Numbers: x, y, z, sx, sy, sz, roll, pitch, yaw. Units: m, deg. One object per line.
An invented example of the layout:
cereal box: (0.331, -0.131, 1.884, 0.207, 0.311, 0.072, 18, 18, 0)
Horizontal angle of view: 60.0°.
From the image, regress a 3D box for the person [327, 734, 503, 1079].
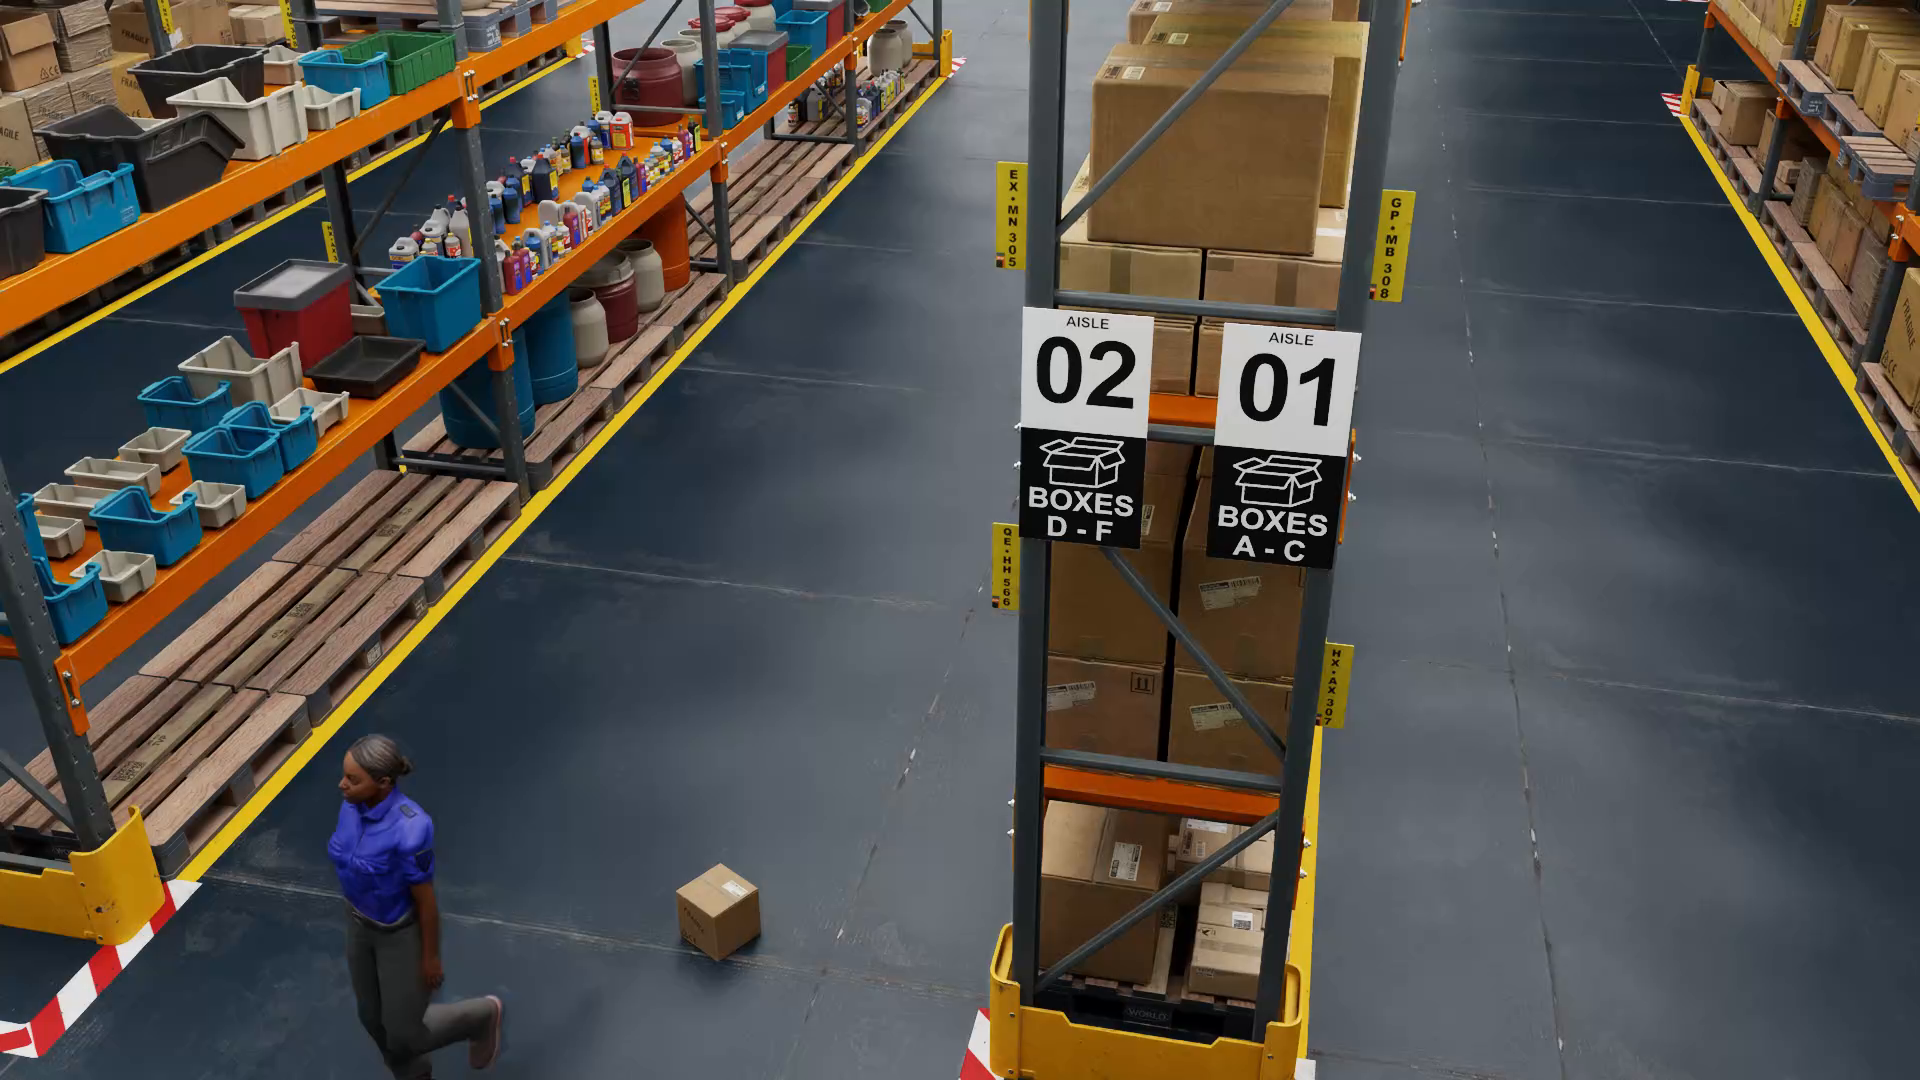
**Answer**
person: (-2.027, 1.401, 6.047, 0.455, 1.642, 0.550, 19, 34, 30)
